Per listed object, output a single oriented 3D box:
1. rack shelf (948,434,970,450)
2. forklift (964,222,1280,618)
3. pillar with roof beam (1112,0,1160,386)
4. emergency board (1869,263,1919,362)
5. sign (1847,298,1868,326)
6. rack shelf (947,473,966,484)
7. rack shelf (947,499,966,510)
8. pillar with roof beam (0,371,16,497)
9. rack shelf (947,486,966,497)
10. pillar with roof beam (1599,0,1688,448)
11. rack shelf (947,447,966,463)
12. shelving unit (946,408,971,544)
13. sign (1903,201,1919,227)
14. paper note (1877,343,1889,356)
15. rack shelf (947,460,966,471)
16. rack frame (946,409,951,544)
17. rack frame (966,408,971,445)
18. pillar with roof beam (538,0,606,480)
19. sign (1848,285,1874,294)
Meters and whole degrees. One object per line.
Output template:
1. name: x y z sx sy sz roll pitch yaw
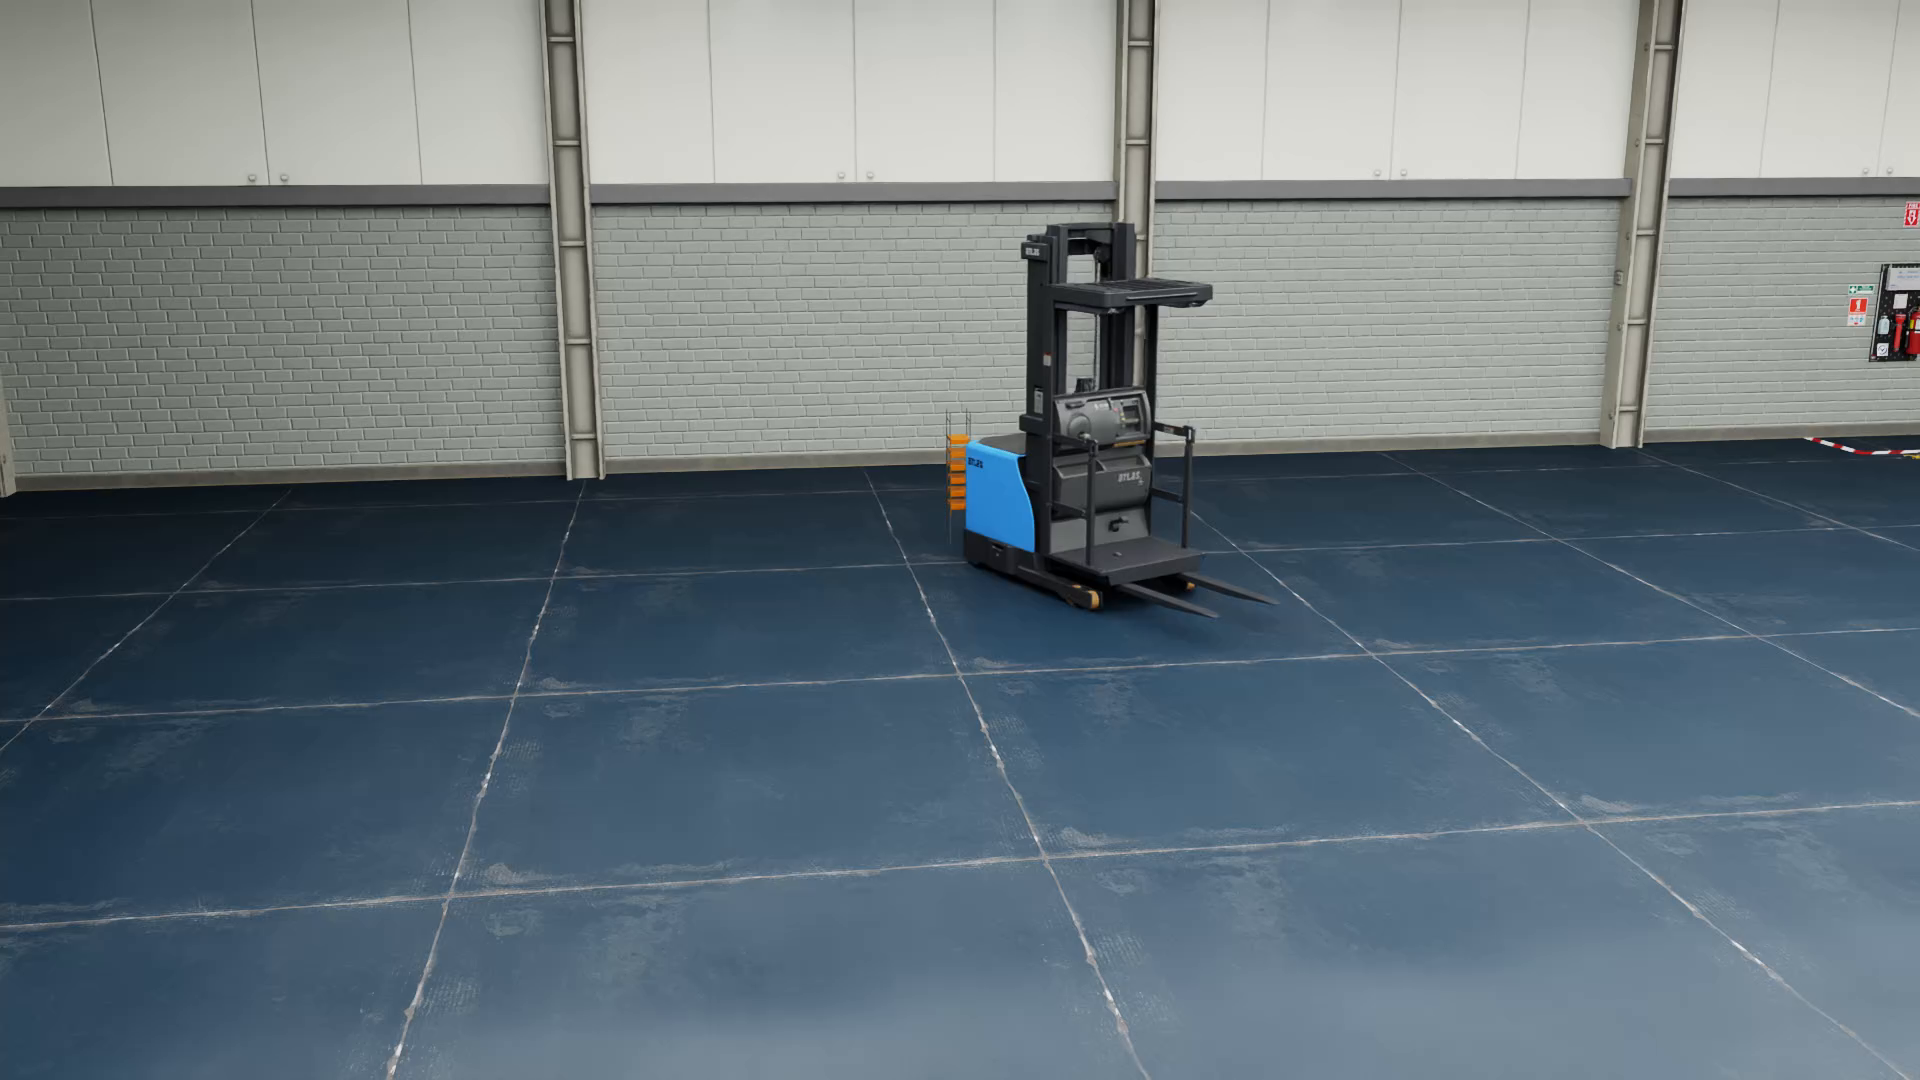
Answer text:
1. rack shelf: -0.014 -0.888 15.025 0.180 0.103 0.258 -2 14 -8
2. forklift: 1.274 -0.996 13.196 1.130 2.935 3.031 -9 17 -33
3. pillar with roof beam: 2.535 -4.232 13.624 0.400 9.000 9.100 -2 14 -8
4. emergency board: 11.311 -2.712 19.897 0.643 1.169 0.194 -2 14 -8
5. sign: 10.749 -2.734 19.911 0.234 0.329 0.001 -2 14 -8
6. rack shelf: -0.014 -0.538 15.113 0.180 0.103 0.258 -2 14 -8
7. rack shelf: -0.014 -0.306 15.171 0.180 0.103 0.258 -2 14 -8
8. pillar with roof beam: -9.331 -3.797 11.890 0.400 9.000 9.100 -2 14 -8
9. rack shelf: -0.014 -0.422 15.142 0.180 0.103 0.258 -2 14 -8
10. pillar with roof beam: 8.468 -4.449 14.491 0.400 9.000 9.100 -2 14 -8
11. rack shelf: -0.014 -0.771 15.054 0.180 0.103 0.258 -2 14 -8
12. shelving unit: -0.014 -0.581 15.102 0.189 1.200 0.258 -2 14 -8
13. sign: 11.288 -3.860 19.709 0.199 0.298 0.001 -2 14 -8
14. paper note: 11.125 -2.295 20.044 0.142 0.148 0.016 -2 14 -8
15. rack shelf: -0.014 -0.655 15.084 0.180 0.103 0.258 -2 14 -8
16. rack frame: -0.105 -0.578 15.089 0.006 1.200 0.240 -2 14 -8
17. rack frame: 0.076 -0.585 15.115 0.006 1.200 0.240 -2 14 -8
18. pillar with roof beam: -3.398 -4.014 12.757 0.400 9.000 9.100 -2 14 -8
19. sign: 10.754 -2.989 19.839 0.331 0.109 0.001 -2 14 -8
